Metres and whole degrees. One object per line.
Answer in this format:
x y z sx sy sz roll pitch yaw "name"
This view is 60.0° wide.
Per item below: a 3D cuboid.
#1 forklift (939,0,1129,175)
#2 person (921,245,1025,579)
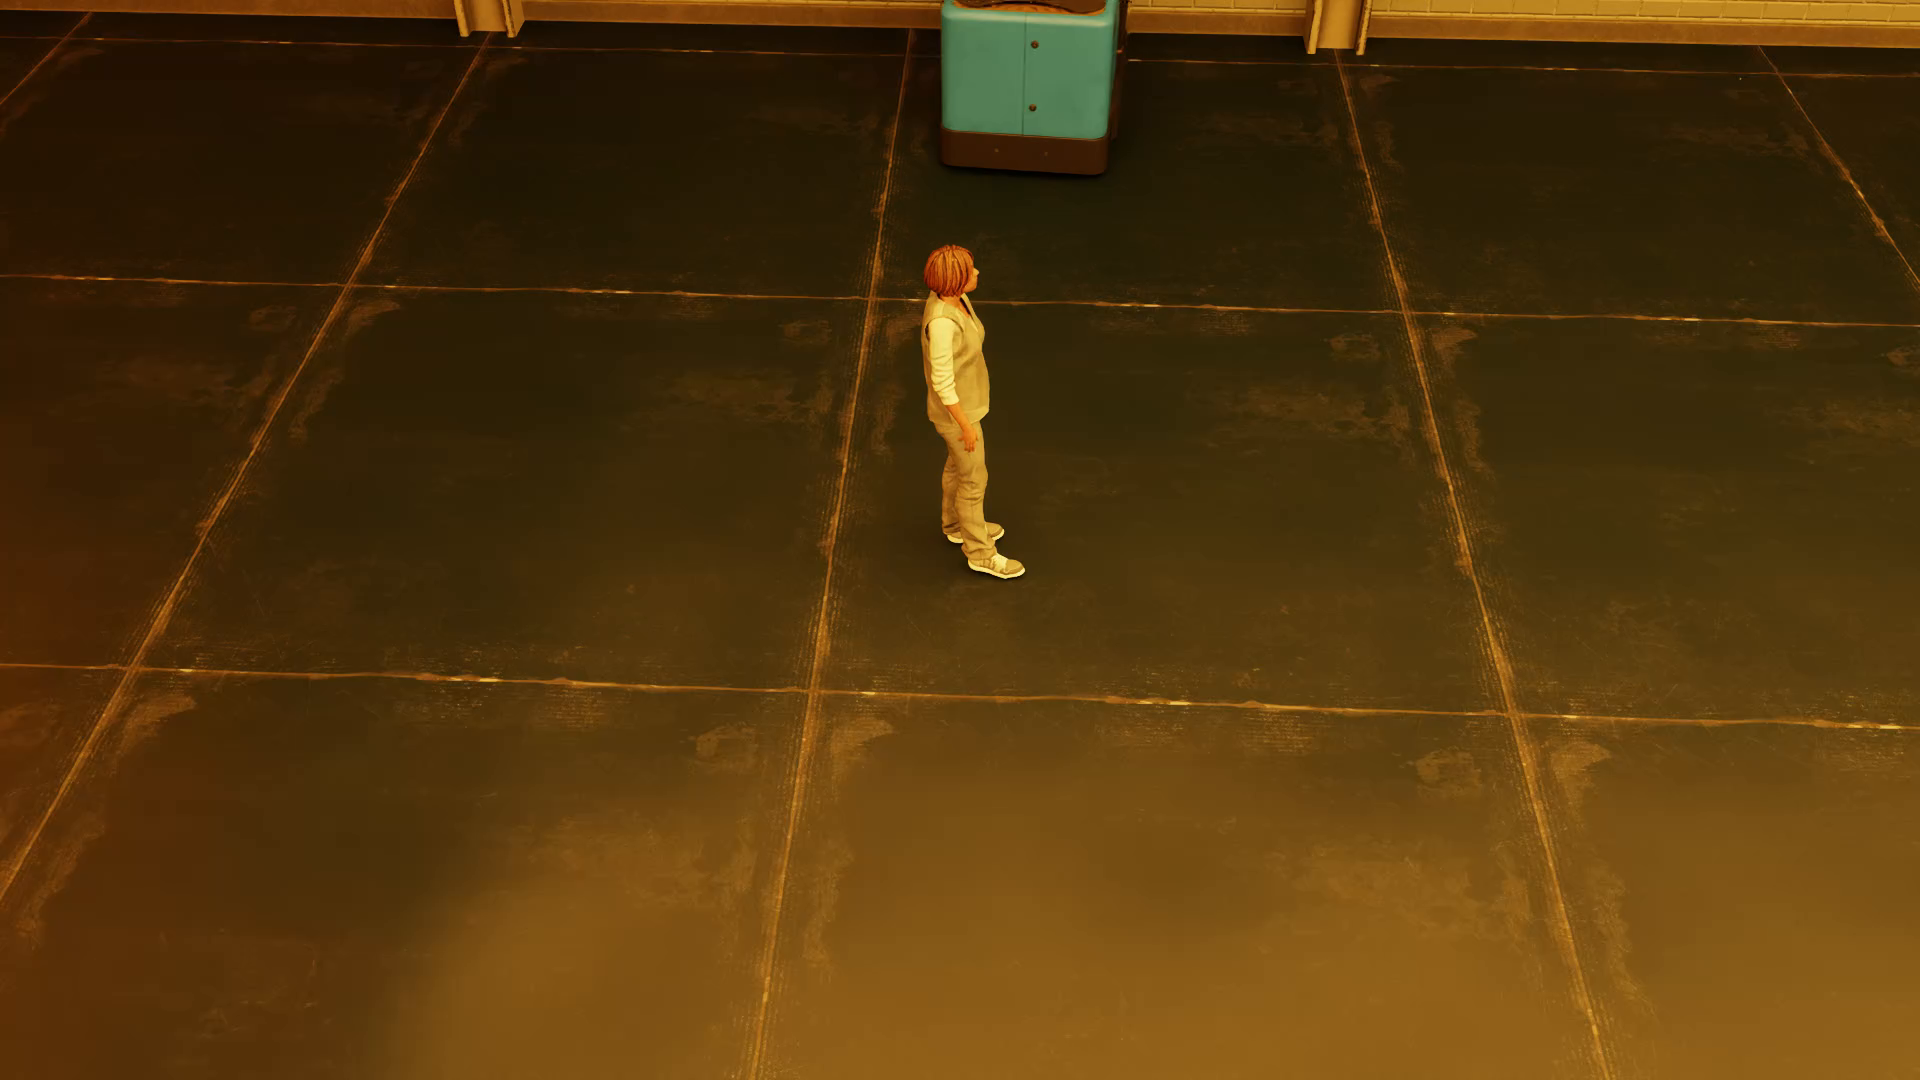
0.574 -4.334 10.490 1.130 2.935 3.031 5 43 5 "forklift"
0.074 -0.583 7.360 0.473 1.599 0.520 2 42 2 "person"
